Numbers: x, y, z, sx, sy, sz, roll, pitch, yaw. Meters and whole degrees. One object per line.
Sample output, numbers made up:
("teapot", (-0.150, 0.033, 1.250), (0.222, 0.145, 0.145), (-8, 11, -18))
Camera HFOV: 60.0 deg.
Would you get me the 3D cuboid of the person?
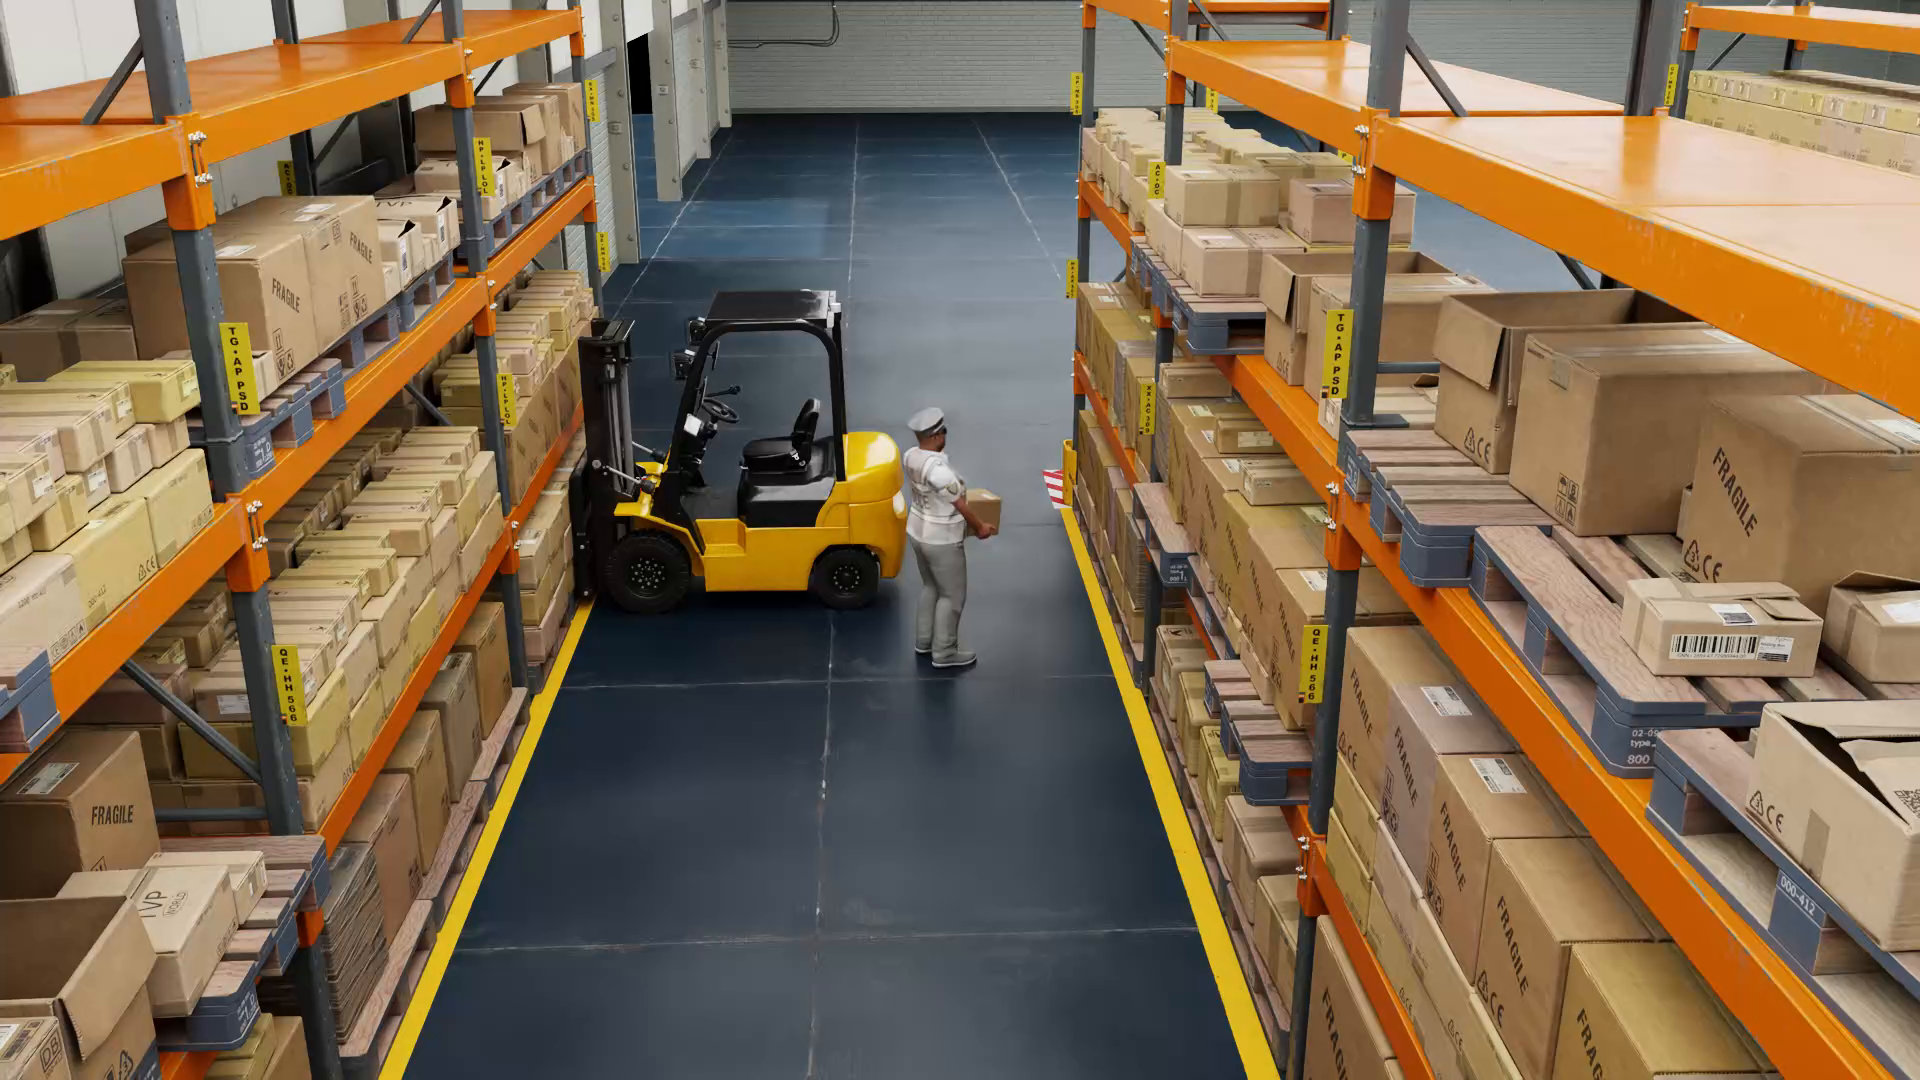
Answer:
("person", (-0.070, -0.040, 11.154), (0.563, 1.767, 0.494), (-10, 22, -25))
